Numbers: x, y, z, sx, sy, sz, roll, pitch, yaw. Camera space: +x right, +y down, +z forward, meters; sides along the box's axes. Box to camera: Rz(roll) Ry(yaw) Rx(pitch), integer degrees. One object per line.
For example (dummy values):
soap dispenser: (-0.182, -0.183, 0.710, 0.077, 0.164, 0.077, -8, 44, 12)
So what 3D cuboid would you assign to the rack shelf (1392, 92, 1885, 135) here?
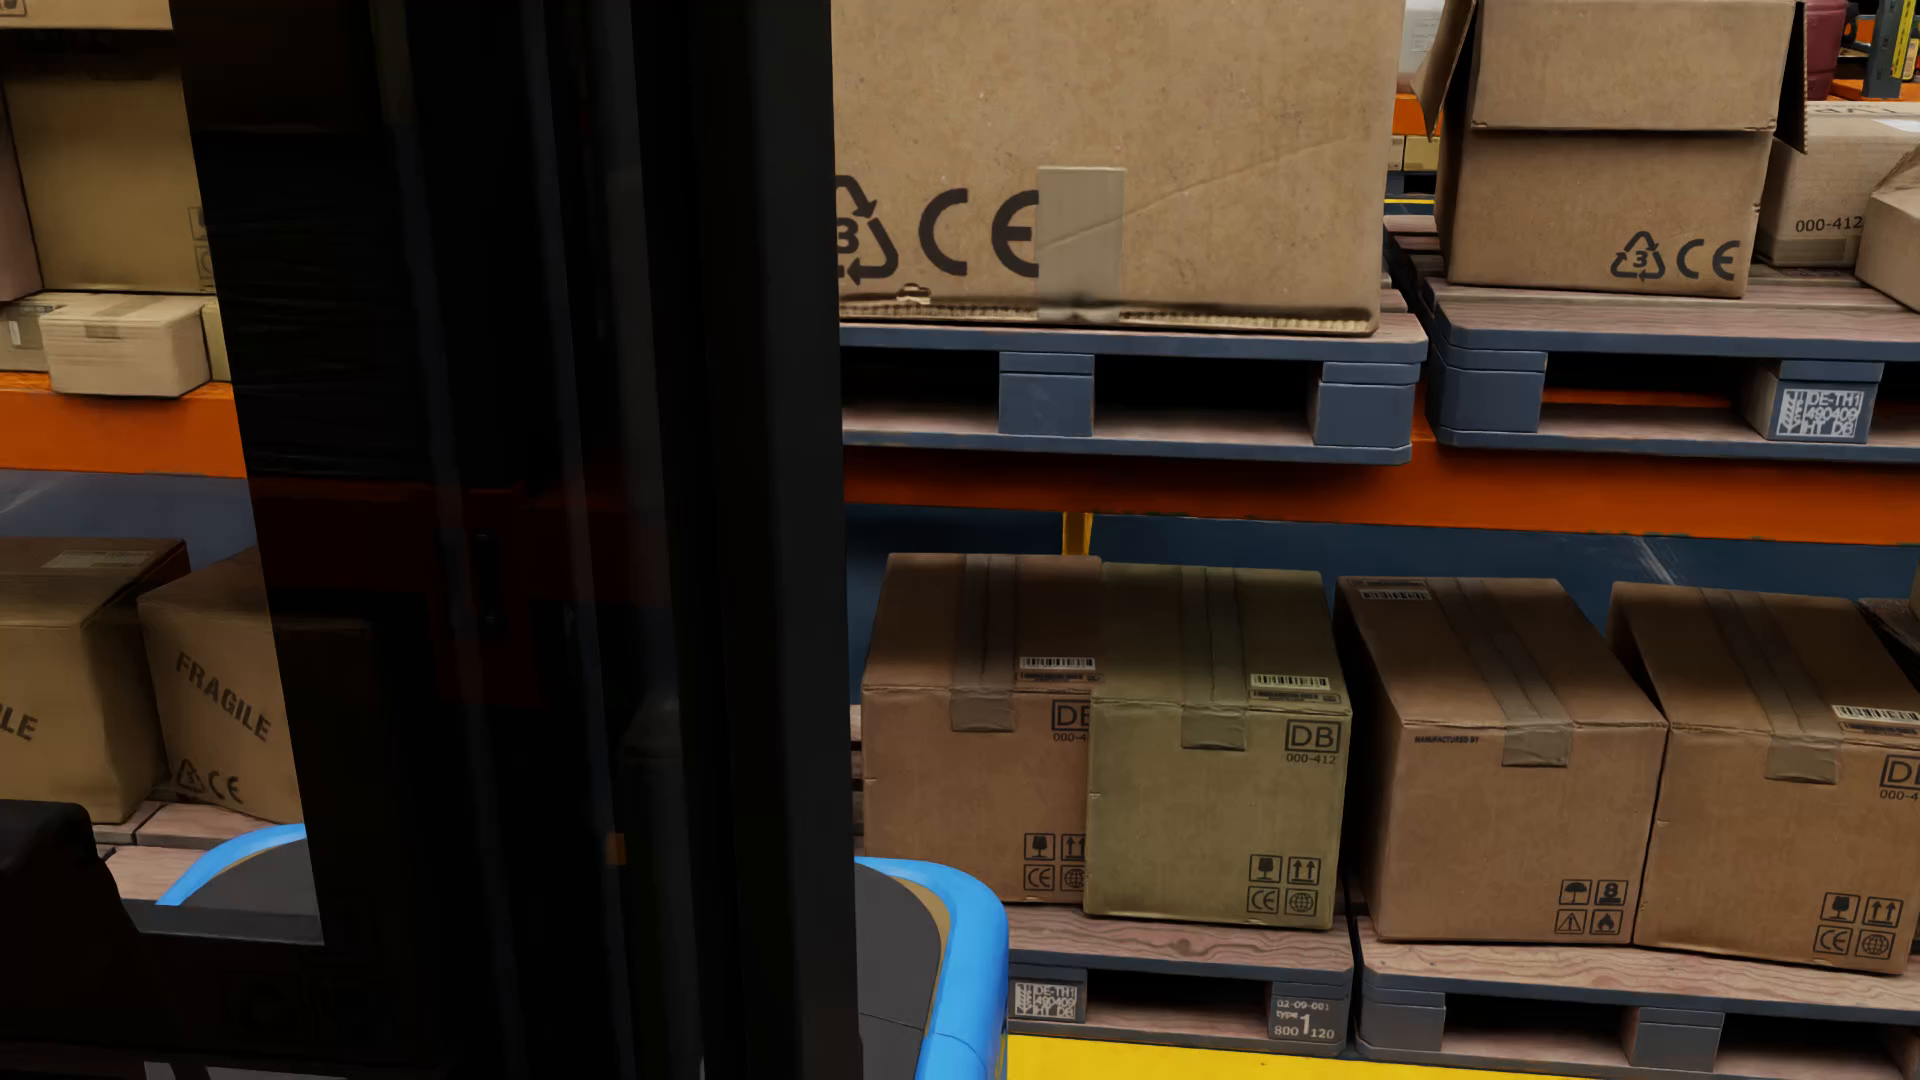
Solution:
rack shelf: (2.029, -1.988, 7.868, 4.000, 0.370, 1.077, 2, 22, 6)

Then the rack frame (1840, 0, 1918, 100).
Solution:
rack frame: (4.015, -2.236, 7.517, 0.127, 3.000, 1.000, 2, 22, 6)

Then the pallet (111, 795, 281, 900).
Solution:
pallet: (-1.211, 0.679, 3.934, 1.213, 0.211, 1.003, 2, 22, 6)

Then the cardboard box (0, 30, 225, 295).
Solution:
cardboard box: (-1.472, -0.863, 3.501, 0.500, 0.500, 0.875, 2, 22, 6)

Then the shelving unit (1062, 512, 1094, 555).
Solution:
shelving unit: (-0.076, -0.701, 5.672, 1.083, 1.500, 0.587, 2, 22, 6)

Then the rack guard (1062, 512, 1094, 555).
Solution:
rack guard: (0.419, -0.098, 5.848, 0.087, 0.250, 0.587, 2, 22, 6)

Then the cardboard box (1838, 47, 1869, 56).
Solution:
cardboard box: (8.492, -4.857, 16.497, 0.750, 0.750, 0.750, 3, 22, 7)

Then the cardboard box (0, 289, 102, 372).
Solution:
cardboard box: (-1.771, -0.462, 3.371, 0.250, 0.149, 0.380, 2, 22, 6)

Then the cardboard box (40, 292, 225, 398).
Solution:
cardboard box: (-1.538, -0.403, 3.222, 0.250, 0.149, 0.380, 2, 22, 6)

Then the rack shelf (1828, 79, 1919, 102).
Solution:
rack shelf: (6.001, -1.815, 7.430, 4.000, 0.370, 1.077, 2, 22, 6)

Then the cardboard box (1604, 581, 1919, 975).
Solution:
cardboard box: (1.648, 0.467, 3.481, 0.500, 0.500, 0.700, 4, 22, 11)

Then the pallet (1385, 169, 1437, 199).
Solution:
pallet: (3.789, -2.798, 12.730, 1.213, 0.211, 1.003, 2, 22, 6)

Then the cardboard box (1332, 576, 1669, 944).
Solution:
cardboard box: (1.094, 0.443, 3.542, 0.500, 0.500, 0.700, 1, 22, 2)

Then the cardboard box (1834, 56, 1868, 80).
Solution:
cardboard box: (6.631, -3.437, 12.336, 0.500, 0.250, 0.500, 2, 22, 5)

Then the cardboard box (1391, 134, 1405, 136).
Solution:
cardboard box: (3.035, -3.198, 12.355, 0.500, 0.311, 0.500, 2, 22, 6)

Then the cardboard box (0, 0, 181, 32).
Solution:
cardboard box: (-1.516, -1.191, 2.972, 0.500, 0.500, 0.500, 2, 22, 6)

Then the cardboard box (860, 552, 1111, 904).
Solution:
cardboard box: (0.067, 0.391, 3.672, 0.500, 0.500, 0.700, 1, 22, 2)

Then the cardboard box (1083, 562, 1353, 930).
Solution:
cardboard box: (0.539, 0.419, 3.603, 0.500, 0.500, 0.700, 2, 22, 6)

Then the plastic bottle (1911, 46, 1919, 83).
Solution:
plastic bottle: (4.579, -2.271, 7.874, 0.097, 0.201, 0.097, 0, 22, 0)

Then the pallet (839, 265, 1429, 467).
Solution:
pallet: (0.202, -0.426, 3.198, 1.213, 0.211, 1.003, 2, 22, 6)

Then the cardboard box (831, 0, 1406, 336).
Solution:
cardboard box: (0.232, -0.990, 2.977, 1.000, 1.000, 1.000, 3, 22, 7)

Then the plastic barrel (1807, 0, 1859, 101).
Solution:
plastic barrel: (3.519, -2.209, 7.263, 0.708, 0.536, 0.600, 2, 22, 6)

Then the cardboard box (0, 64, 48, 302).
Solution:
cardboard box: (-1.980, -0.847, 3.463, 0.500, 0.500, 0.875, 2, 22, 6)

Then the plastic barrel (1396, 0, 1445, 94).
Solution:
plastic barrel: (2.125, -2.301, 7.495, 0.433, 0.535, 0.433, 0, 22, 0)

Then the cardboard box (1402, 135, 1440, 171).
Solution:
cardboard box: (3.538, -2.916, 12.405, 0.500, 0.250, 0.500, 2, 22, 6)

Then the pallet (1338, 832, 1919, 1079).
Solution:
pallet: (1.448, 0.781, 3.678, 1.213, 0.211, 1.003, 2, 22, 6)

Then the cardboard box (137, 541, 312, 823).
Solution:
cardboard box: (-1.502, 0.312, 3.899, 0.500, 0.500, 0.500, 10, 24, 23)

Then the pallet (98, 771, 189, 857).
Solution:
pallet: (-2.426, 0.628, 4.065, 1.213, 0.211, 1.003, 2, 22, 6)

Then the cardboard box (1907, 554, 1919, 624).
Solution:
cardboard box: (2.235, 0.144, 3.278, 0.500, 0.250, 0.500, 5, 22, 12)

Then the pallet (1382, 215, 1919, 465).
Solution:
pallet: (1.461, -0.410, 3.157, 1.213, 0.211, 1.003, 2, 22, 6)

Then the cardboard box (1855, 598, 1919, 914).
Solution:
cardboard box: (2.212, 0.489, 3.425, 0.500, 0.500, 0.700, 1, 22, 2)

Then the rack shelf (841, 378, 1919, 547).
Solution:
rack shelf: (1.446, -0.180, 3.294, 4.000, 0.370, 1.077, 2, 22, 6)

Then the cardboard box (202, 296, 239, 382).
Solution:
cardboard box: (-1.277, -0.433, 3.298, 0.250, 0.149, 0.380, 2, 22, 6)

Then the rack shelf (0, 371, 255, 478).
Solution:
rack shelf: (-2.526, -0.353, 3.732, 4.000, 0.370, 1.077, 2, 22, 6)

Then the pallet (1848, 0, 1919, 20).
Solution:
pallet: (6.533, -3.873, 11.918, 1.213, 0.211, 1.003, 2, 22, 6)

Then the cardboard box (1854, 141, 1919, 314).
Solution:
cardboard box: (1.744, -0.534, 2.823, 0.258, 0.266, 0.396, 2, 22, 5)

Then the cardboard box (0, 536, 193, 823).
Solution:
cardboard box: (-2.128, 0.314, 3.895, 0.500, 0.500, 0.500, 1, 22, 1)

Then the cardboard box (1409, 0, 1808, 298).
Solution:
cardboard box: (1.192, -0.803, 3.180, 0.637, 0.503, 0.797, 5, 22, 12)

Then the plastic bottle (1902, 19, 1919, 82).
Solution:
plastic bottle: (4.467, -2.320, 7.888, 0.133, 0.283, 0.061, 2, 22, 6)

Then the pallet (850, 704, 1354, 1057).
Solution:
pallet: (0.233, 0.729, 3.809, 1.213, 0.211, 1.003, 2, 22, 6)

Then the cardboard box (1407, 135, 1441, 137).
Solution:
cardboard box: (3.536, -3.175, 12.297, 0.500, 0.311, 0.500, 2, 22, 5)

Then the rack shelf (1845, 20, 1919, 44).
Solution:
rack shelf: (6.588, -3.624, 12.004, 4.000, 0.370, 1.077, 2, 22, 6)

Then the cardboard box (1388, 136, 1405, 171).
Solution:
cardboard box: (3.039, -2.939, 12.462, 0.500, 0.250, 0.500, 3, 22, 8)

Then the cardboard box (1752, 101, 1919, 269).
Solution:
cardboard box: (1.795, -0.710, 3.289, 0.500, 0.250, 0.500, 2, 22, 5)

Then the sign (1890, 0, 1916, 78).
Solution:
sign: (3.957, -2.111, 6.978, 0.005, 0.325, 0.100, 2, 22, 6)
